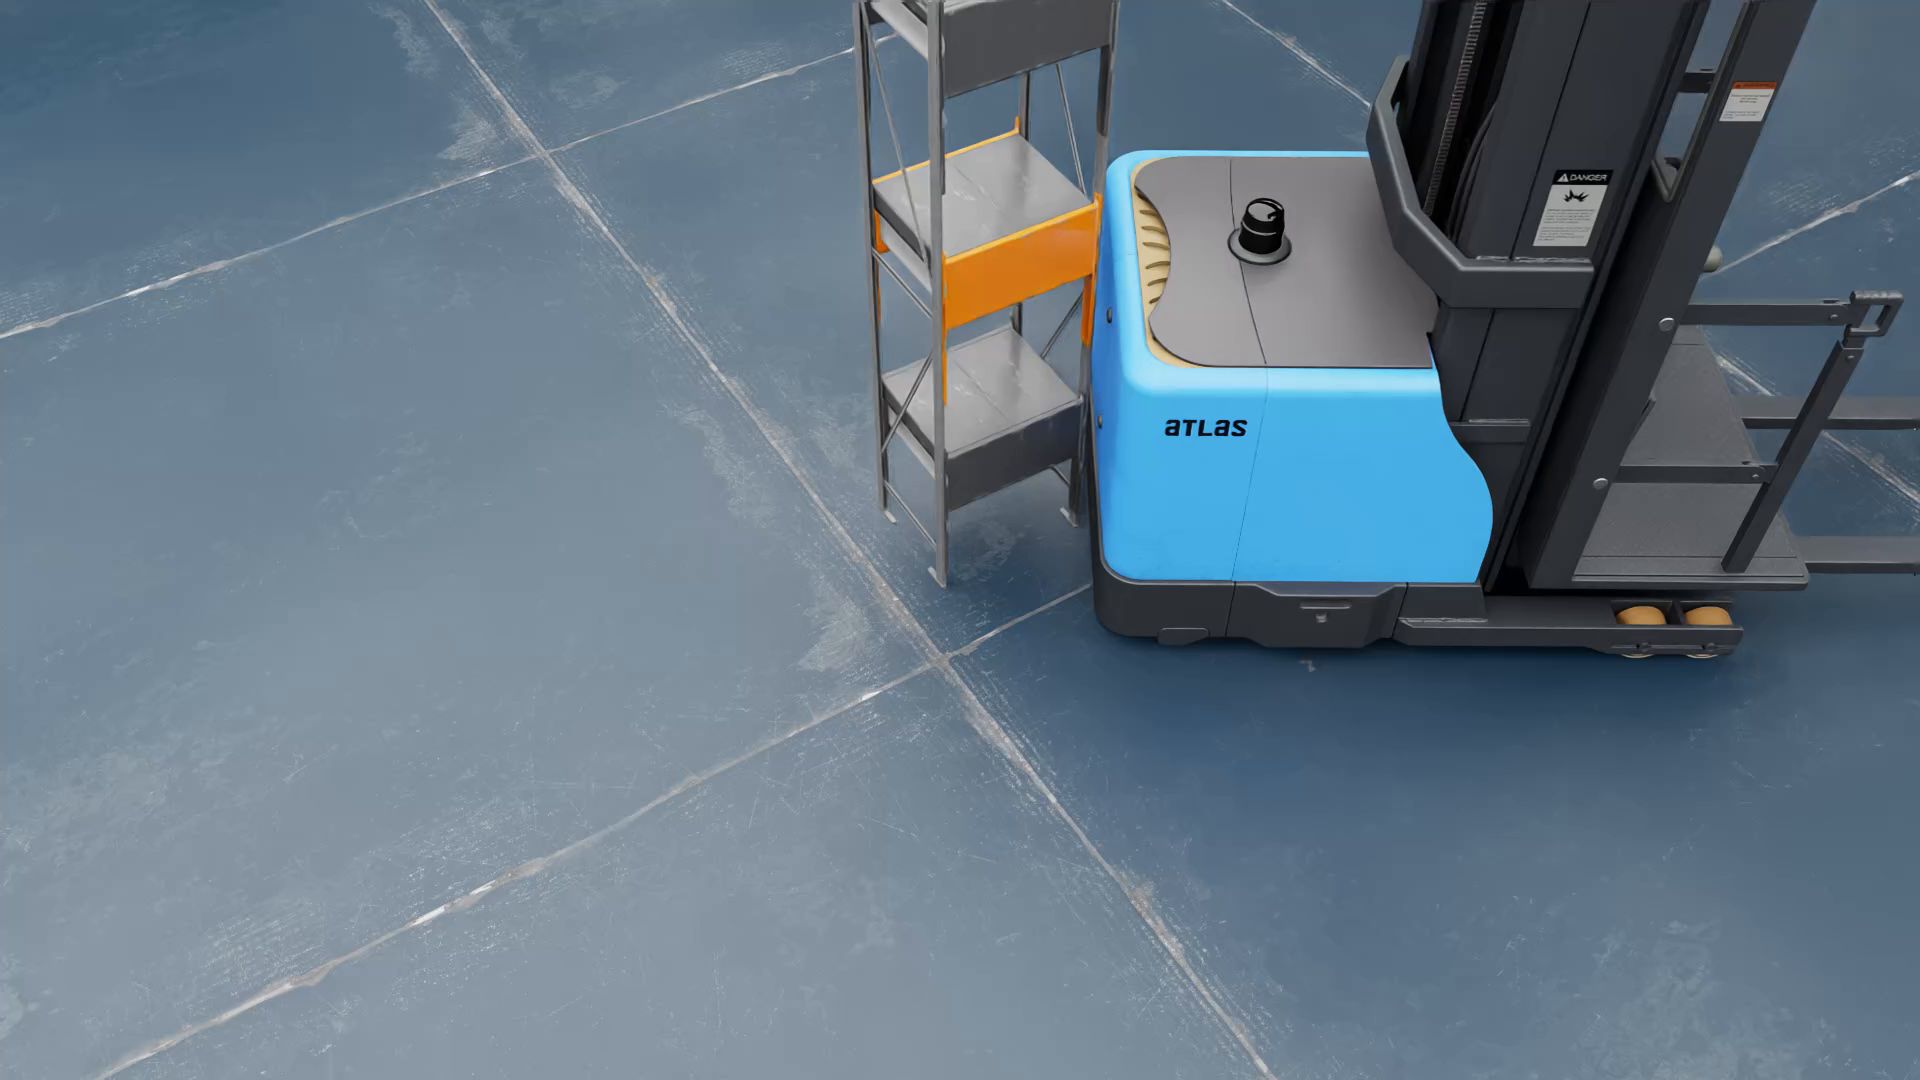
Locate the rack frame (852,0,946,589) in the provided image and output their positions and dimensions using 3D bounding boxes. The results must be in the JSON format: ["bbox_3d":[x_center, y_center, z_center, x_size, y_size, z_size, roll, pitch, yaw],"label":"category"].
[{"bbox_3d":[-0.151,-0.677,4.447,0.015,2.100,0.400,-24,53,-20],"label":"rack frame"}]

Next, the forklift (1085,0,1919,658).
[{"bbox_3d":[1.922,-1.025,4.201,3.031,2.935,1.130,0,48,0],"label":"forklift"}]

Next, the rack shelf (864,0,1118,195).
[{"bbox_3d":[0.058,-1.227,4.018,0.480,0.518,0.431,-24,53,-20],"label":"rack shelf"}]

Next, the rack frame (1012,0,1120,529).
[{"bbox_3d":[0.268,-0.864,4.614,0.015,2.100,0.400,-24,53,-20],"label":"rack frame"}]

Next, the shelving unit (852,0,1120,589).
[{"bbox_3d":[0.058,-0.771,4.530,0.503,2.100,0.431,-24,53,-20],"label":"shelving unit"}]

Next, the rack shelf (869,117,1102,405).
[{"bbox_3d":[0.058,-0.762,4.541,0.480,0.518,0.431,-24,53,-20],"label":"rack shelf"}]

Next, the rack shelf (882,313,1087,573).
[{"bbox_3d":[0.058,-0.296,5.063,0.480,0.518,0.431,-24,53,-20],"label":"rack shelf"}]
